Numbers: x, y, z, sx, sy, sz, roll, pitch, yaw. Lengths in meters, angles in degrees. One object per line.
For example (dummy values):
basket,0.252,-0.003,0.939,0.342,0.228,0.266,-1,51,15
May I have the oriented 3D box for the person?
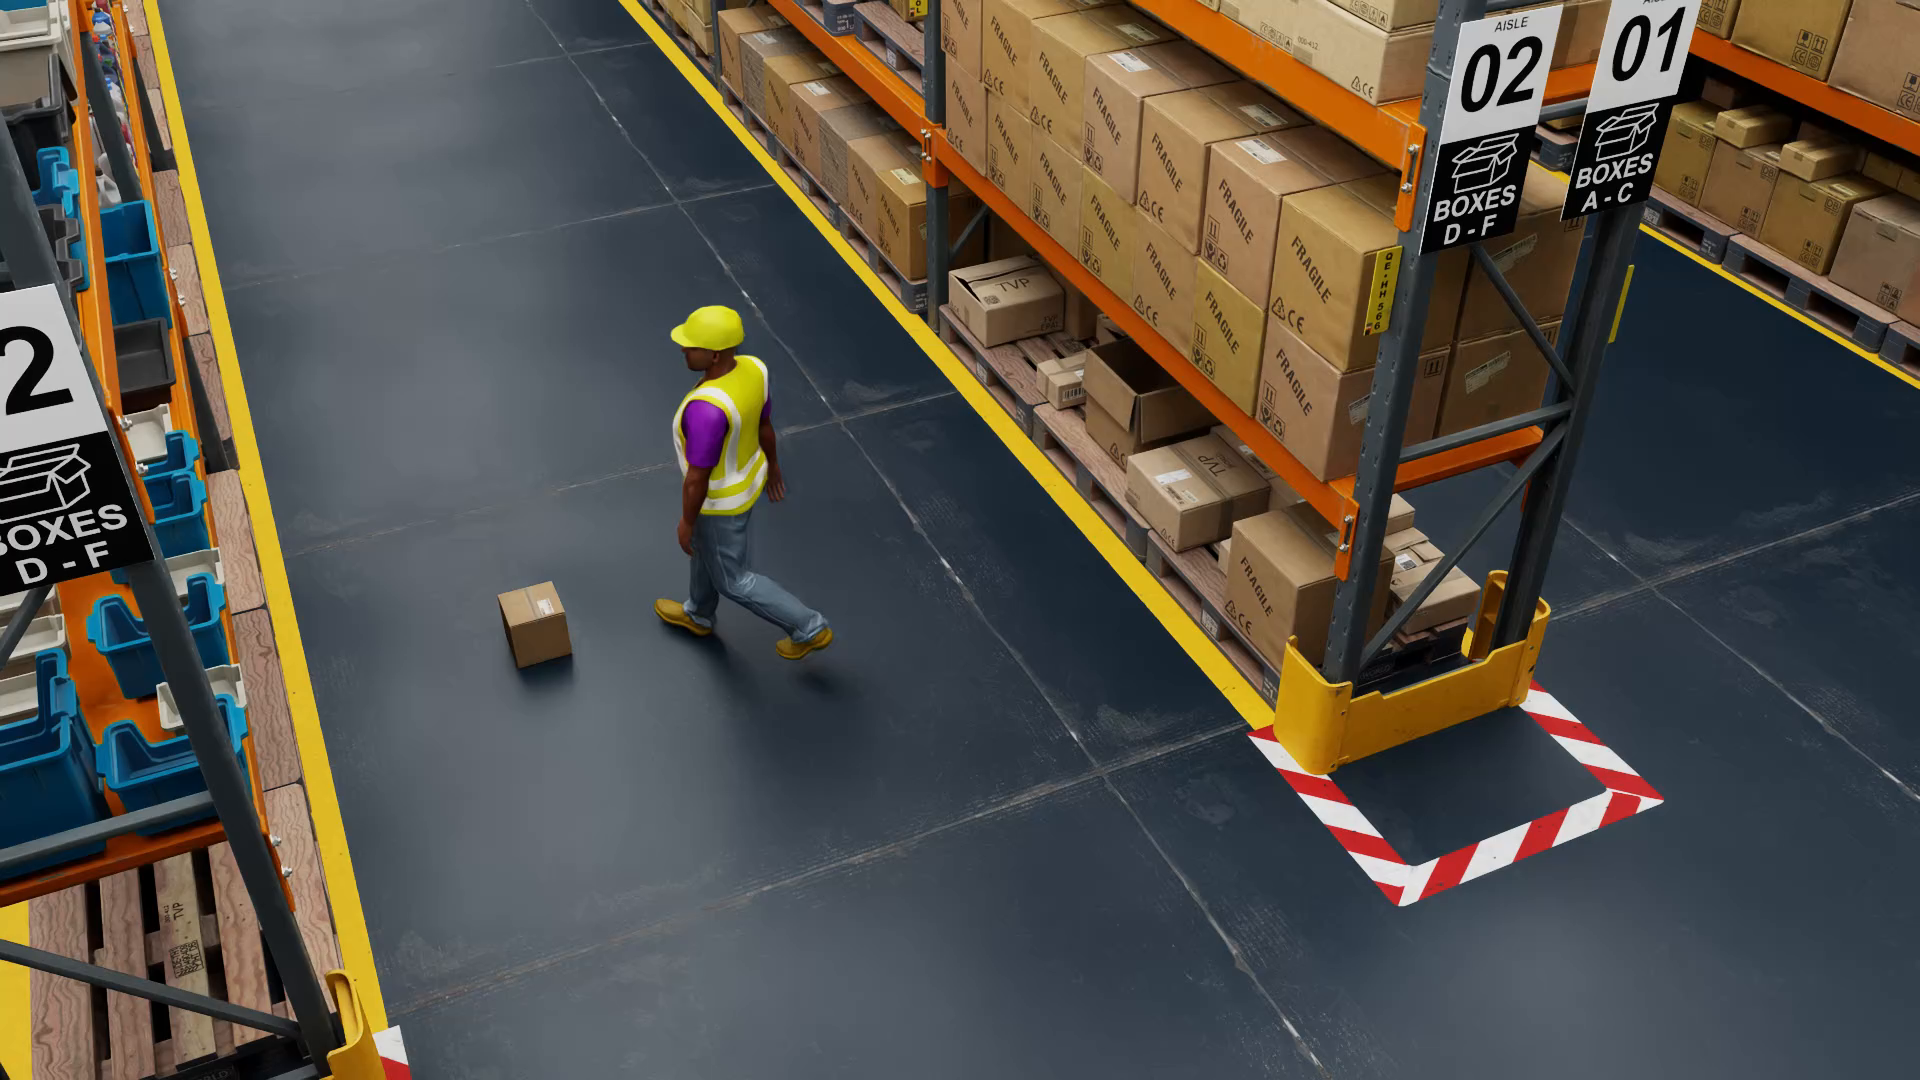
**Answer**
person,-1.031,-0.221,7.133,0.868,1.746,0.600,10,38,13
